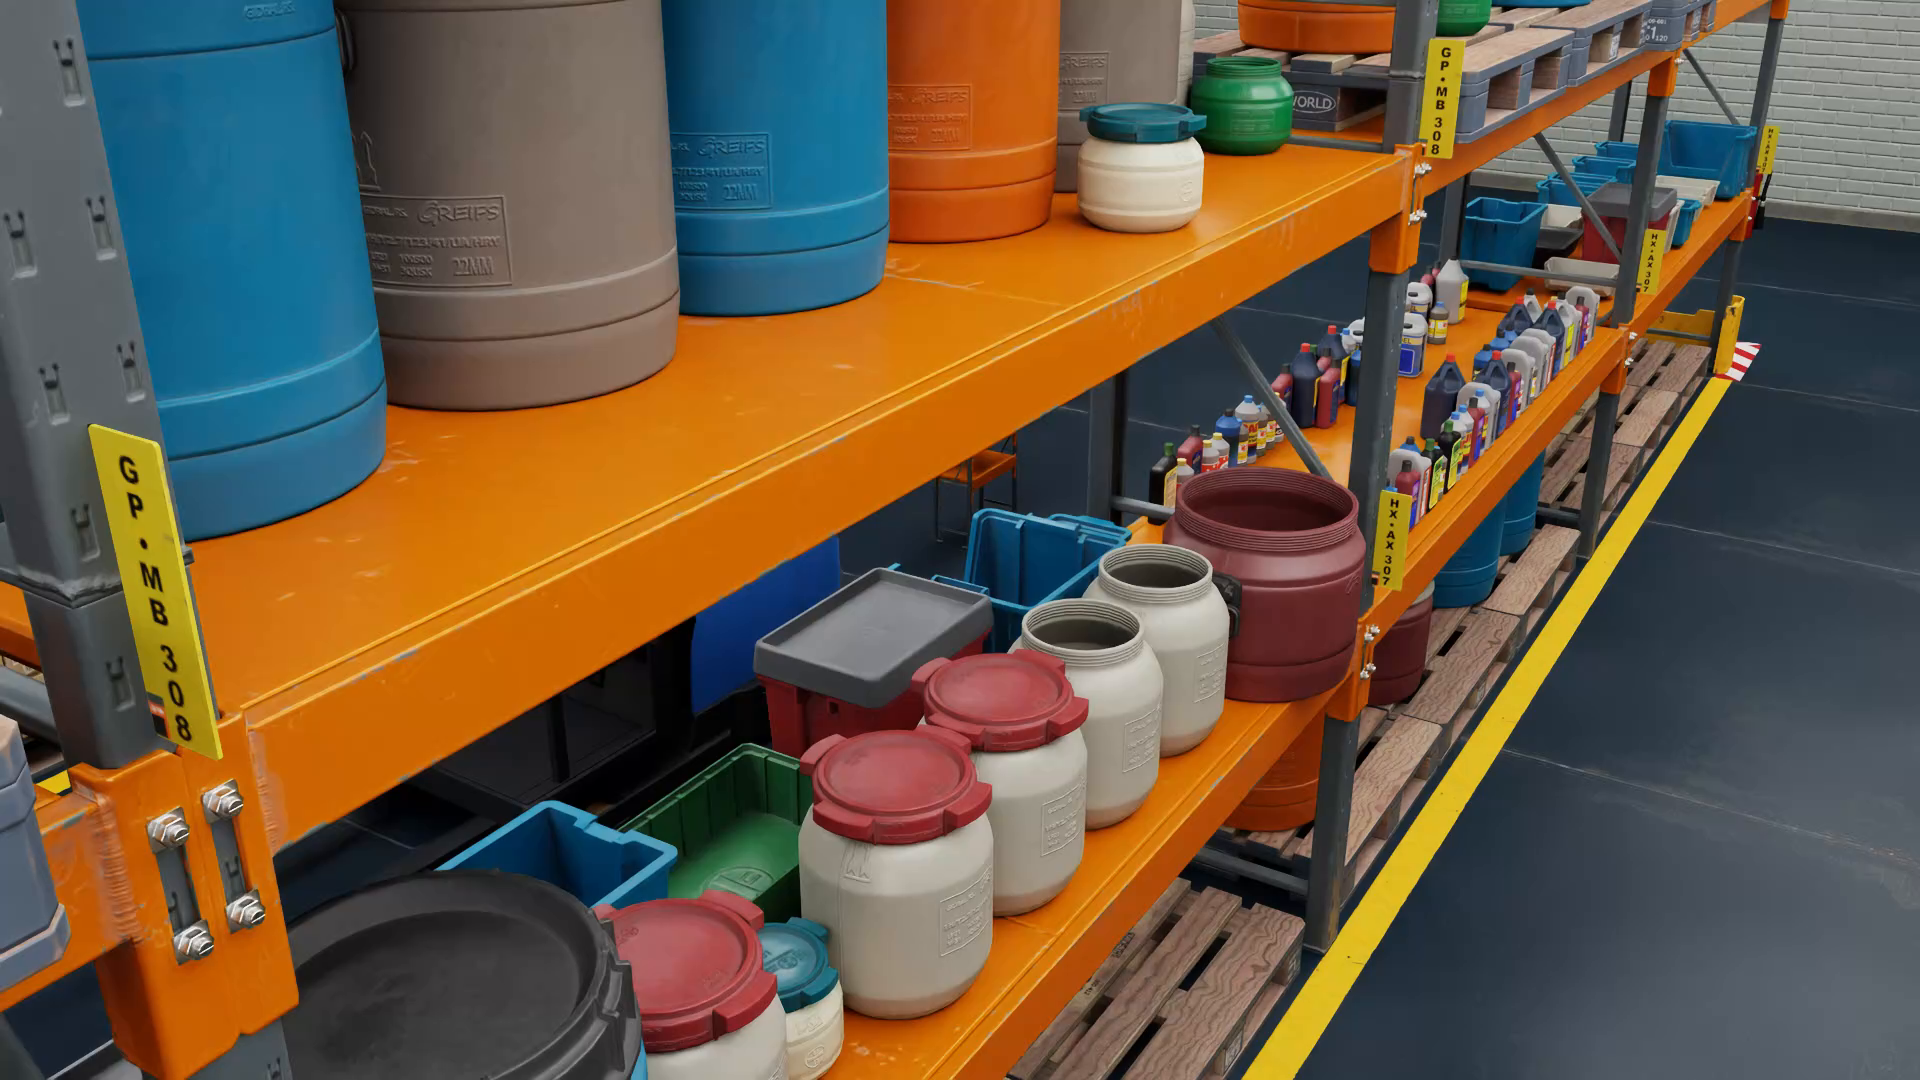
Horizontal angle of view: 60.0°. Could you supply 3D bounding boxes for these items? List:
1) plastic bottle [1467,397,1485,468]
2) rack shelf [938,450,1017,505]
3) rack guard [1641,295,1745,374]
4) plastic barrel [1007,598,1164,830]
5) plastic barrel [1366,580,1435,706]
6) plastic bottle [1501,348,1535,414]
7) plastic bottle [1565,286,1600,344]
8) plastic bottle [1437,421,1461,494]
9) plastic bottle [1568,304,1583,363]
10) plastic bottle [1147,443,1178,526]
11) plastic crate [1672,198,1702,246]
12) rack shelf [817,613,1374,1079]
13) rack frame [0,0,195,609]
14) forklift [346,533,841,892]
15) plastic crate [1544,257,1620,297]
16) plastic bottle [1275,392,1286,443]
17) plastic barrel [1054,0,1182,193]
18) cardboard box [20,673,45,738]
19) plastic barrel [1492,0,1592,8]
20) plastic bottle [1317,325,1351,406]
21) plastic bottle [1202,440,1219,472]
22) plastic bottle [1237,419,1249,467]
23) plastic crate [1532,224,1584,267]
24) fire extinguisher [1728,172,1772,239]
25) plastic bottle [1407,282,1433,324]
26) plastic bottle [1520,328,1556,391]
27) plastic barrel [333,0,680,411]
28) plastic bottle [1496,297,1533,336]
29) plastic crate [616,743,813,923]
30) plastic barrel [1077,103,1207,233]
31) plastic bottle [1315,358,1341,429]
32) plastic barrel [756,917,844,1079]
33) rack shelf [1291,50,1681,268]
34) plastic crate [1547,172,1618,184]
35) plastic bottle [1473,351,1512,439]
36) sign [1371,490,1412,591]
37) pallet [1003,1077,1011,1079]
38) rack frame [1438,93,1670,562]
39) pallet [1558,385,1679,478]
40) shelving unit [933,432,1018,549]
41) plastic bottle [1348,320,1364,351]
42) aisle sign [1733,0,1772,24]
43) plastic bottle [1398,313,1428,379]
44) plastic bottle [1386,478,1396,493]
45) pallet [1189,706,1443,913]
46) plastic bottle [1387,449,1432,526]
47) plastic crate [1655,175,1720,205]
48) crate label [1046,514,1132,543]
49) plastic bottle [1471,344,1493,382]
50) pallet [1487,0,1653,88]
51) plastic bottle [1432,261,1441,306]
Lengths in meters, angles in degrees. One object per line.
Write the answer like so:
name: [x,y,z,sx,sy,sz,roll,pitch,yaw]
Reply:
plastic bottle: [2.045,-0.440,6.638,0.061,0.283,0.133,14,27,29]
rack shelf: [0.087,-0.363,9.246,0.258,0.148,0.480,14,27,29]
rack guard: [5.115,-1.599,12.314,1.175,0.500,0.348,14,27,29]
plastic barrel: [0.310,0.448,4.299,0.421,0.512,0.421,0,23,0]
plastic barrel: [1.733,0.329,7.221,0.600,0.588,0.708,14,27,29]
plastic bottle: [2.418,-0.710,7.271,0.152,0.276,0.135,14,27,29]
plastic bottle: [3.070,-1.127,8.234,0.152,0.276,0.135,14,27,29]
plastic bottle: [1.872,-0.329,6.382,0.061,0.283,0.133,14,27,29]
plastic bottle: [2.878,-1.004,7.950,0.152,0.276,0.135,14,27,29]
plastic bottle: [0.744,-0.207,6.100,0.061,0.283,0.133,14,27,29]
plastic crate: [4.248,-1.939,10.088,0.416,0.233,0.300,14,27,29]
rack shelf: [-0.161,0.970,4.139,1.077,0.370,4.000,14,27,29]
rack frame: [-1.216,-1.438,1.245,1.000,3.000,0.127,14,27,29]
forklift: [-1.764,-0.310,6.276,1.130,2.935,3.031,15,28,31]
plastic crate: [3.370,-1.419,9.008,0.396,0.136,0.243,14,27,29]
plastic bottle: [1.302,-0.513,6.909,0.097,0.201,0.097,0,23,0]
plastic barrel: [0.276,-1.410,4.324,0.600,0.901,0.600,0,23,0]
cardboard box: [-3.920,0.567,7.096,0.500,0.250,0.500,15,27,30]
plastic barrel: [2.233,-2.576,6.490,0.600,0.901,0.708,14,27,29]
plastic bottle: [1.635,-0.776,7.330,0.144,0.351,0.185,14,27,29]
plastic bottle: [0.943,-0.283,6.377,0.097,0.201,0.097,0,23,0]
plastic bottle: [1.097,-0.381,6.605,0.097,0.201,0.097,0,23,0]
plastic crate: [3.366,-1.720,9.719,0.437,0.125,0.590,14,27,29]
fire extinguisher: [5.579,-2.484,11.779,0.296,0.674,0.183,14,27,29]
plastic bottle: [2.243,-1.128,8.236,0.152,0.276,0.135,14,27,29]
plastic bottle: [2.612,-0.834,7.556,0.152,0.276,0.135,14,27,29]
plastic barrel: [-0.788,-0.729,2.752,0.600,0.901,0.600,0,23,0]
plastic bottle: [2.577,-0.951,7.734,0.144,0.351,0.185,14,27,29]
plastic crate: [-0.538,0.765,3.973,0.450,0.188,0.662,14,27,29]
plastic barrel: [0.421,-0.870,3.882,0.301,0.262,0.301,0,23,0]
plastic bottle: [1.567,-0.625,7.065,0.061,0.283,0.133,14,27,29]
plastic barrel: [-0.388,0.964,3.422,0.301,0.262,0.301,0,23,0]
rack shelf: [1.949,-1.756,6.661,1.077,0.370,4.000,14,27,29]
plastic crate: [4.009,-2.227,10.754,0.416,0.233,0.300,14,27,29]
plastic bottle: [2.216,-0.612,6.949,0.144,0.351,0.185,14,27,29]
sign: [1.365,0.003,5.262,0.100,0.325,0.005,14,27,29]
pallet: [-0.192,1.908,4.576,1.003,0.211,1.213,14,27,29]
rack frame: [3.004,-1.385,8.674,1.000,3.000,0.127,14,27,29]
pallet: [4.001,-0.775,10.775,1.003,0.211,1.213,14,27,29]
shelving unit: [0.087,-0.606,9.141,0.258,1.200,0.503,14,27,29]
plastic bottle: [1.825,-0.861,7.619,0.152,0.276,0.135,14,27,29]
aisle sign: [5.400,-3.891,11.190,0.394,0.787,0.004,14,27,29]
plastic bottle: [2.076,-0.907,7.726,0.152,0.276,0.135,14,27,29]
plastic bottle: [1.481,-0.088,5.839,0.097,0.271,0.097,0,23,0]
pallet: [1.274,0.970,6.744,1.003,0.211,1.213,14,27,29]
plastic bottle: [1.640,-0.212,6.121,0.152,0.276,0.135,14,27,29]
plastic crate: [4.837,-2.328,11.109,0.396,0.136,0.243,14,27,29]
crate label: [0.353,0.106,5.441,0.303,0.233,0.416,14,27,29]
plastic bottle: [2.302,-0.728,7.317,0.097,0.271,0.097,0,23,0]
pallet: [2.077,-2.006,6.571,1.003,0.211,1.213,14,27,29]
plastic bottle: [2.448,-1.297,8.617,0.061,0.283,0.133,14,27,29]
